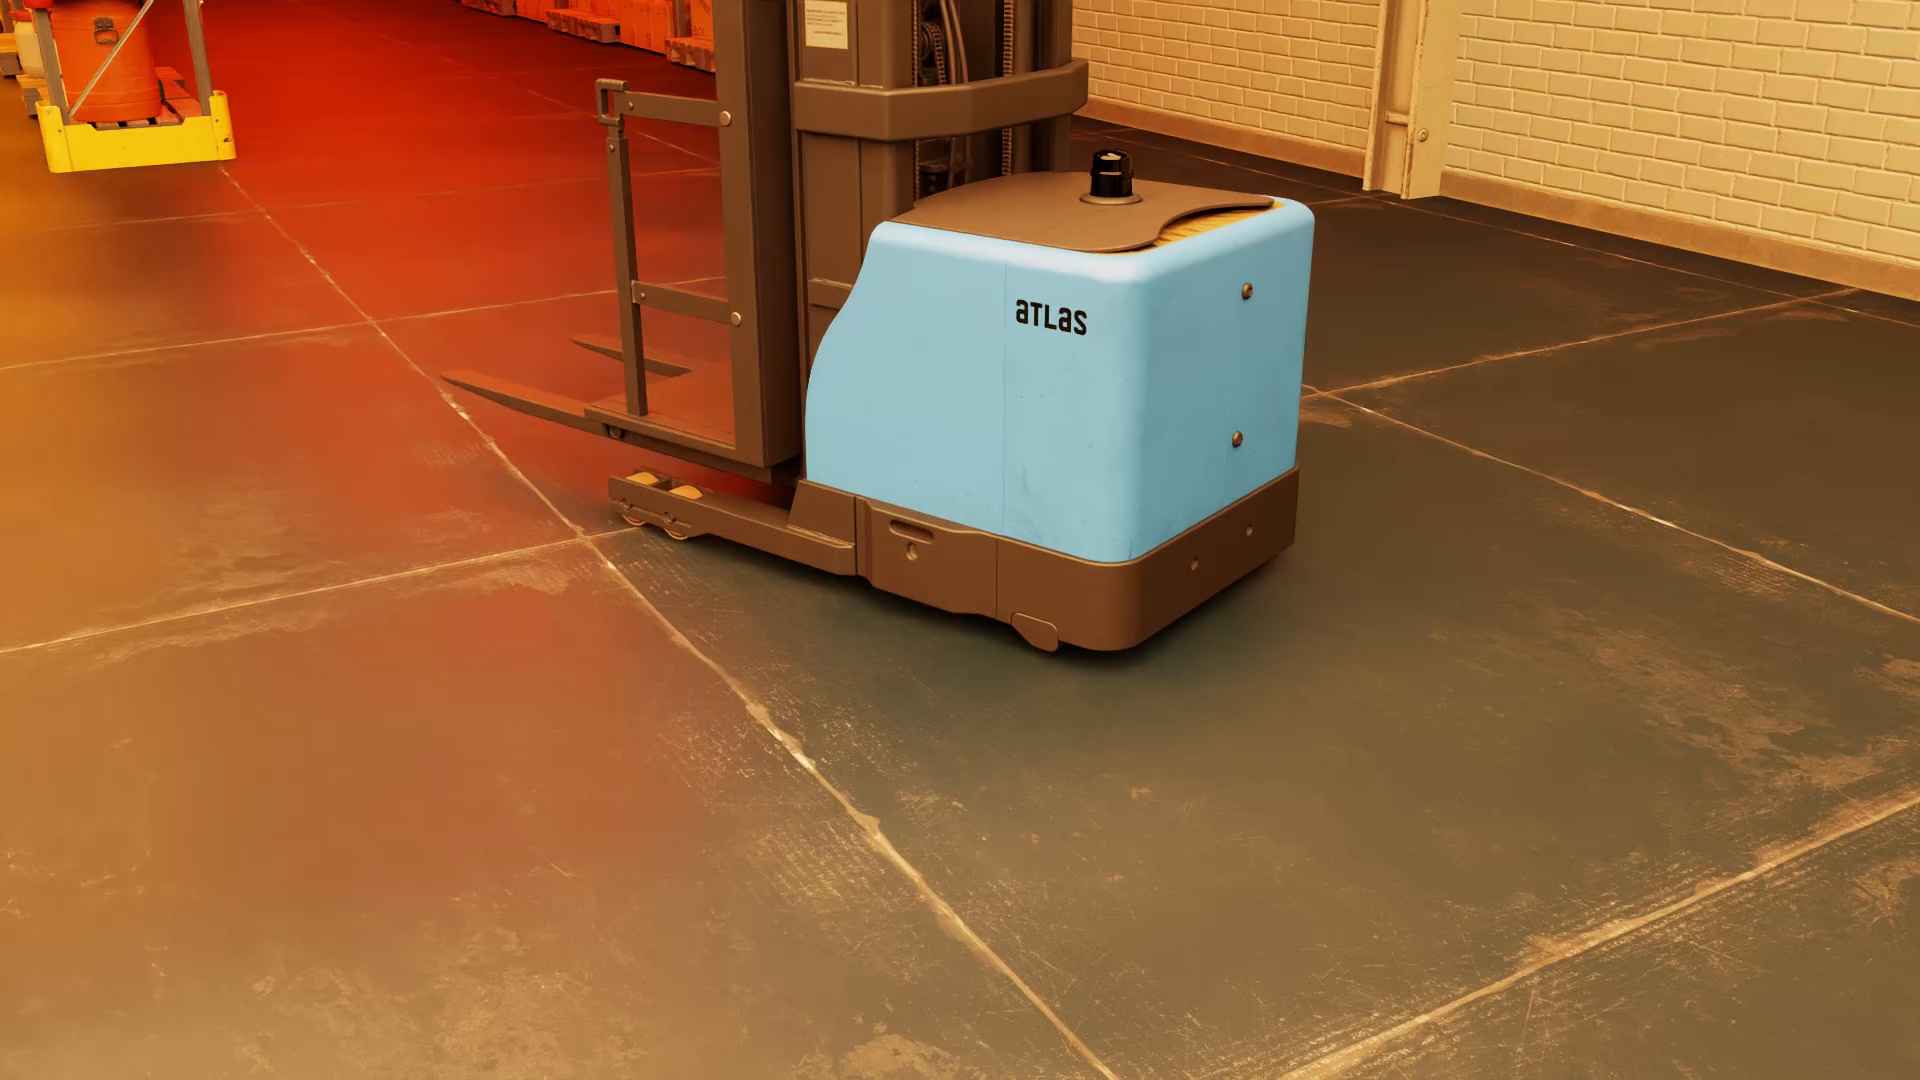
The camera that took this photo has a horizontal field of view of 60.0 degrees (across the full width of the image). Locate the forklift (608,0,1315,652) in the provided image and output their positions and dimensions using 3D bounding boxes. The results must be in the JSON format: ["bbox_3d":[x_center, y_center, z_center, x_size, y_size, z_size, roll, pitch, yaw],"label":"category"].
[{"bbox_3d":[-0.481,-1.497,4.922,3.031,2.935,1.130,16,27,34],"label":"forklift"}]
